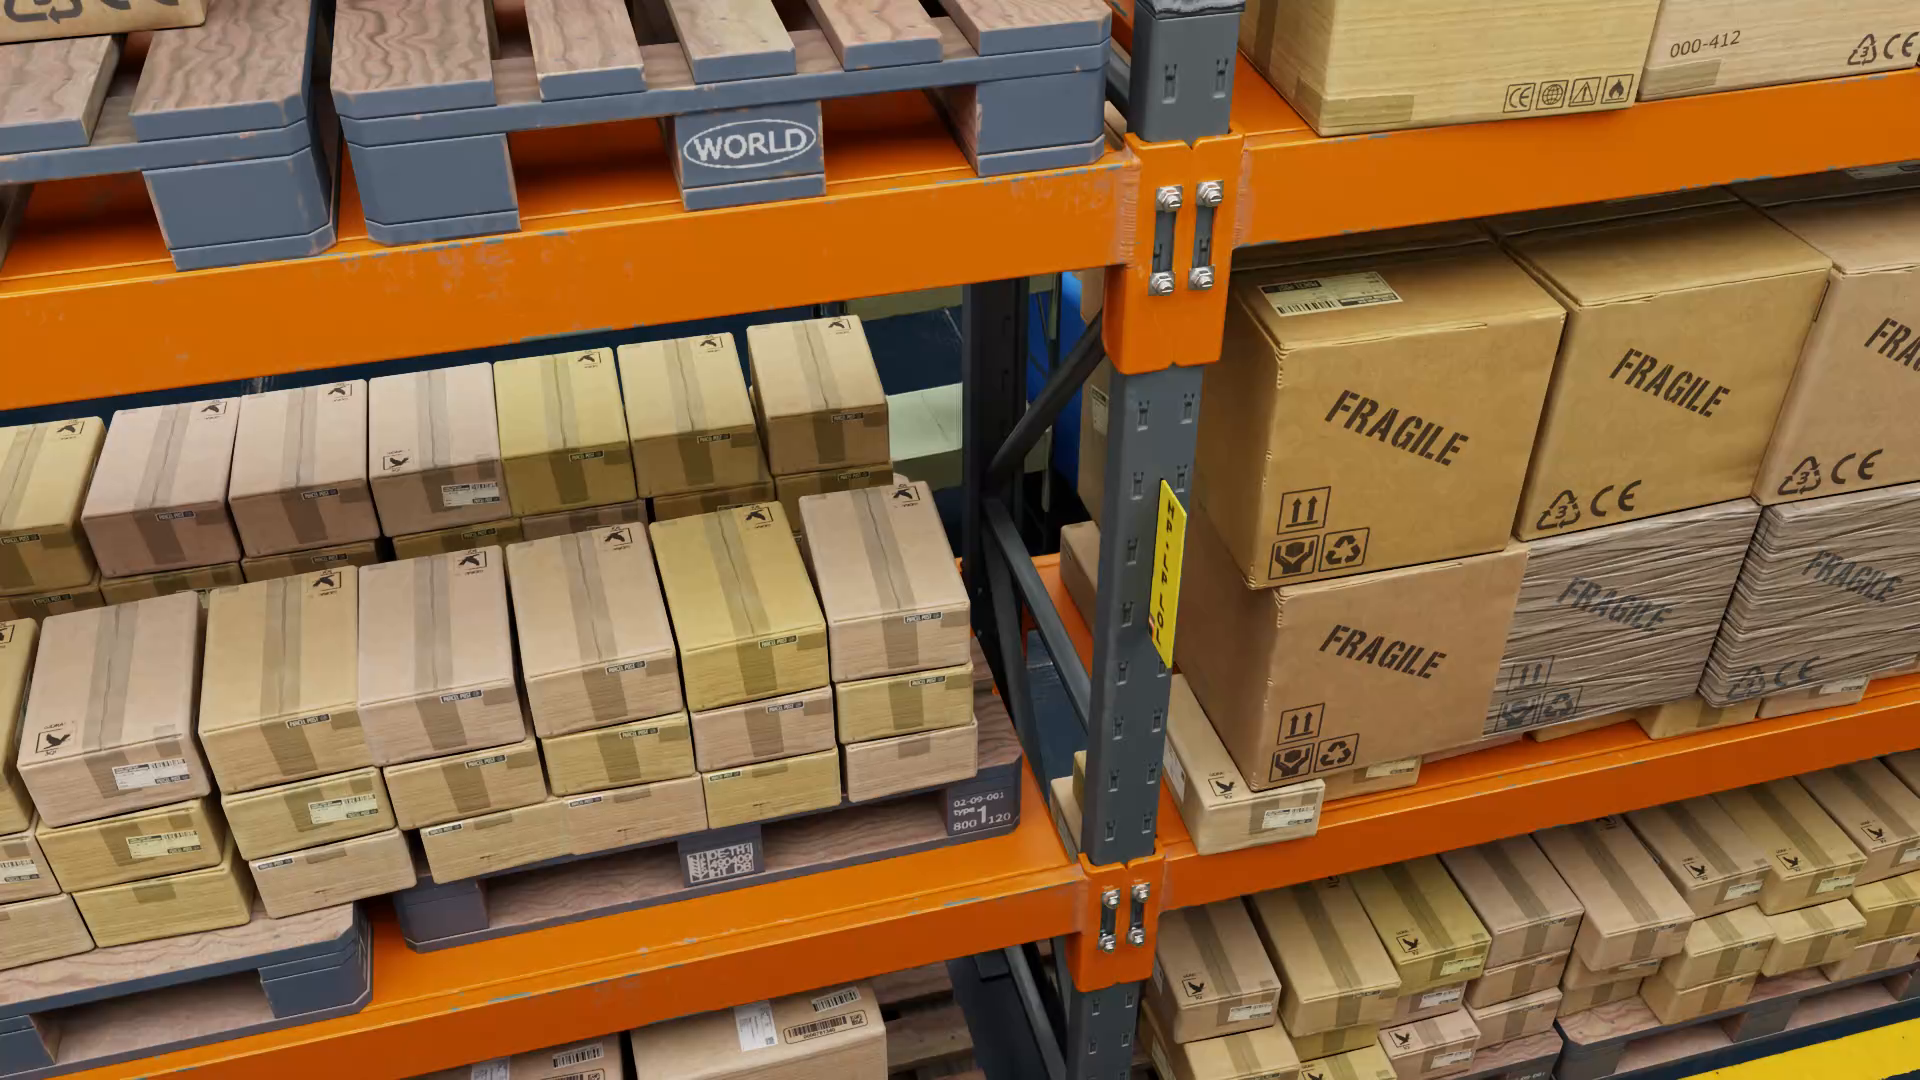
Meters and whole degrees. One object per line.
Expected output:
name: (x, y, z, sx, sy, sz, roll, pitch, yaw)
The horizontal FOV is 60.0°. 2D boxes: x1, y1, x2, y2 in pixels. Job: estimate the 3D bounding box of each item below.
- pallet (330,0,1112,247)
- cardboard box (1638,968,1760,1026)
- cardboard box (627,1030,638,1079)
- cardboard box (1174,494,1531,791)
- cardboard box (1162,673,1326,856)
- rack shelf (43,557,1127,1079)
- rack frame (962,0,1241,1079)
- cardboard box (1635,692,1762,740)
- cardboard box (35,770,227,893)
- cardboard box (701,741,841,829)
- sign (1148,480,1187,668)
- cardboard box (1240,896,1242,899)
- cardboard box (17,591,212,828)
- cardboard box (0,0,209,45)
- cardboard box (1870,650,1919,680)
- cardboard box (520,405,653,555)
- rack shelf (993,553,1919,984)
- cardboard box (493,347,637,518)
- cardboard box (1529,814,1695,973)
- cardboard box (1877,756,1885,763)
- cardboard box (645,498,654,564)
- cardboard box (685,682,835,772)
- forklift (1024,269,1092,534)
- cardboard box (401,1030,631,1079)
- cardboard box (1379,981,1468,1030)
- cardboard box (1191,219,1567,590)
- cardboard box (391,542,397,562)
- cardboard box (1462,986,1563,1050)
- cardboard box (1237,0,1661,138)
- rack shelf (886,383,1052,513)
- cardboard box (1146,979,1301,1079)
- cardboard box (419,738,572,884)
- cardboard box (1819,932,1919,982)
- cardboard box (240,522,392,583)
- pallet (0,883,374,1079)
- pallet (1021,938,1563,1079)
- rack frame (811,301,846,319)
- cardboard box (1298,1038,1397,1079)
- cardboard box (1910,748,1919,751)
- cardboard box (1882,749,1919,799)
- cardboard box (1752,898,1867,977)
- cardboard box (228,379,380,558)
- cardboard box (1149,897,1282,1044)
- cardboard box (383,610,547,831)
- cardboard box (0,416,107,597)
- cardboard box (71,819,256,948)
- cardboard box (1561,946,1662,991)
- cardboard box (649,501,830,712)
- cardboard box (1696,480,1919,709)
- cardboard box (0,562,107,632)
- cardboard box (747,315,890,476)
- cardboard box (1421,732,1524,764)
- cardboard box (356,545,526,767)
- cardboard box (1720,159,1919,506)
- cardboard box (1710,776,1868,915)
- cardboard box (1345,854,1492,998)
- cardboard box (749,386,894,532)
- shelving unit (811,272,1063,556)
pallet: (-0.431, -0.887, 2.626, 1.003, 0.211, 1.213, -9, 38, -12)
cardboard box: (1.870, 1.062, 4.394, 0.250, 0.149, 0.380, -10, 39, -13)
cardboard box: (-0.951, 1.367, 3.706, 0.500, 0.500, 0.500, -10, 39, -13)
cardboard box: (0.737, 0.106, 3.315, 0.500, 0.500, 0.500, -10, 39, -13)
cardboard box: (0.552, 0.442, 3.411, 0.250, 0.149, 0.380, -8, 38, -10)
rack shelf: (-1.738, 0.797, 3.331, 4.000, 0.370, 1.077, -9, 38, -12)
rack frame: (0.193, 0.195, 3.526, 0.127, 3.000, 1.000, -9, 38, -12)
cardboard box: (1.550, 0.243, 3.670, 0.250, 0.149, 0.380, -9, 38, -11)
cardboard box: (-1.411, 0.399, 2.875, 0.250, 0.149, 0.380, -9, 38, -12)
cardboard box: (-0.389, 0.348, 3.187, 0.250, 0.149, 0.380, -9, 38, -12)
sign: (0.341, 0.060, 2.750, 0.005, 0.325, 0.100, -9, 38, -12)
cardboard box: (0.755, 0.906, 4.597, 0.250, 0.149, 0.380, -8, 38, -11)
cardboard box: (-1.402, 0.276, 2.792, 0.250, 0.149, 0.380, -11, 39, -14)
cardboard box: (-1.333, -1.037, 2.237, 0.637, 0.503, 0.797, -10, 38, -13)
cardboard box: (2.057, 0.135, 3.812, 0.250, 0.149, 0.380, -8, 38, -10)
cardboard box: (-0.806, -0.114, 3.547, 0.250, 0.149, 0.380, -8, 38, -11)
rack shelf: (2.124, 0.164, 4.159, 4.000, 0.370, 1.077, -9, 38, -12)
cardboard box: (-0.823, -0.229, 3.452, 0.250, 0.149, 0.380, -9, 38, -12)
cardboard box: (1.605, 0.866, 4.160, 0.250, 0.149, 0.380, -9, 38, -11)
cardboard box: (2.482, 0.517, 4.862, 0.250, 0.149, 0.380, -11, 39, -14)
cardboard box: (-0.573, -0.032, 3.684, 0.250, 0.149, 0.380, -9, 38, -11)
cardboard box: (-0.394, 0.231, 3.096, 0.250, 0.149, 0.380, -9, 38, -12)
forklift: (1.663, -1.626, 5.963, 3.031, 2.935, 1.130, -16, 40, -20)
cardboard box: (-0.960, 1.063, 3.486, 0.500, 0.250, 0.500, -8, 38, -10)
cardboard box: (1.073, 1.020, 4.204, 0.250, 0.149, 0.380, -10, 38, -12)
cardboard box: (0.692, -0.289, 3.009, 0.500, 0.500, 0.500, -8, 38, -11)
cardboard box: (-1.304, 0.085, 3.531, 0.250, 0.149, 0.380, -11, 39, -14)
cardboard box: (1.344, 1.110, 4.331, 0.250, 0.149, 0.380, -10, 39, -13)
cardboard box: (0.709, -0.855, 2.554, 0.500, 0.250, 0.500, -7, 38, -10)
rack shelf: (-0.086, -0.297, 5.941, 0.720, 0.370, 0.431, -11, 39, -15)
cardboard box: (0.626, 1.172, 4.004, 0.250, 0.149, 0.380, -8, 38, -10)
cardboard box: (-0.873, 0.426, 3.085, 0.250, 0.149, 0.380, -11, 39, -14)
cardboard box: (2.367, 0.979, 4.502, 0.250, 0.149, 0.380, -9, 38, -11)
cardboard box: (-1.317, -0.029, 3.435, 0.250, 0.149, 0.380, -8, 38, -10)
pallet: (-1.768, 0.567, 3.198, 1.213, 0.211, 1.003, -9, 38, -12)
pallet: (0.832, 1.175, 4.540, 1.213, 0.211, 1.003, -9, 38, -12)
rack frame: (-0.434, -0.486, 5.651, 0.023, 1.500, 0.400, -11, 39, -15)
cardboard box: (0.885, 1.249, 4.149, 0.250, 0.149, 0.380, -8, 38, -11)
cardboard box: (2.832, 0.725, 4.589, 0.250, 0.149, 0.380, -10, 38, -12)
cardboard box: (2.624, 0.724, 4.346, 0.250, 0.149, 0.380, -8, 38, -10)
cardboard box: (2.111, 0.922, 4.332, 0.250, 0.149, 0.380, -9, 38, -11)
cardboard box: (-1.312, -0.150, 3.349, 0.250, 0.149, 0.380, -10, 38, -12)
cardboard box: (0.580, 0.991, 3.997, 0.250, 0.149, 0.380, -8, 38, -10)
cardboard box: (-0.897, 0.314, 2.986, 0.250, 0.149, 0.380, -11, 39, -13)
cardboard box: (-1.815, -0.066, 3.238, 0.250, 0.149, 0.380, -8, 38, -11)
cardboard box: (-1.396, 0.515, 2.969, 0.250, 0.149, 0.380, -8, 38, -10)
cardboard box: (1.606, 0.949, 4.296, 0.250, 0.149, 0.380, -8, 38, -10)
cardboard box: (-0.403, 0.113, 3.005, 0.250, 0.149, 0.380, -10, 39, -13)
cardboard box: (1.708, -0.035, 3.500, 0.500, 0.500, 0.500, -10, 39, -13)
cardboard box: (-1.817, 0.051, 3.330, 0.250, 0.149, 0.380, -10, 39, -13)
cardboard box: (-0.307, -0.316, 3.566, 0.250, 0.149, 0.380, -7, 38, -10)
cardboard box: (1.026, 0.284, 3.616, 0.250, 0.149, 0.380, -11, 39, -14)
cardboard box: (-0.906, 0.194, 2.899, 0.250, 0.149, 0.380, -9, 38, -12)
cardboard box: (1.683, -0.441, 3.208, 0.500, 0.500, 0.500, -9, 38, -11)
cardboard box: (2.095, 0.758, 4.301, 0.250, 0.149, 0.380, -9, 38, -12)
cardboard box: (1.092, 0.913, 4.099, 0.250, 0.149, 0.380, -10, 39, -13)
cardboard box: (-0.307, -0.198, 3.656, 0.250, 0.149, 0.380, -9, 38, -11)
shelving unit: (-0.086, -0.556, 5.743, 0.755, 1.500, 0.431, -11, 39, -15)
